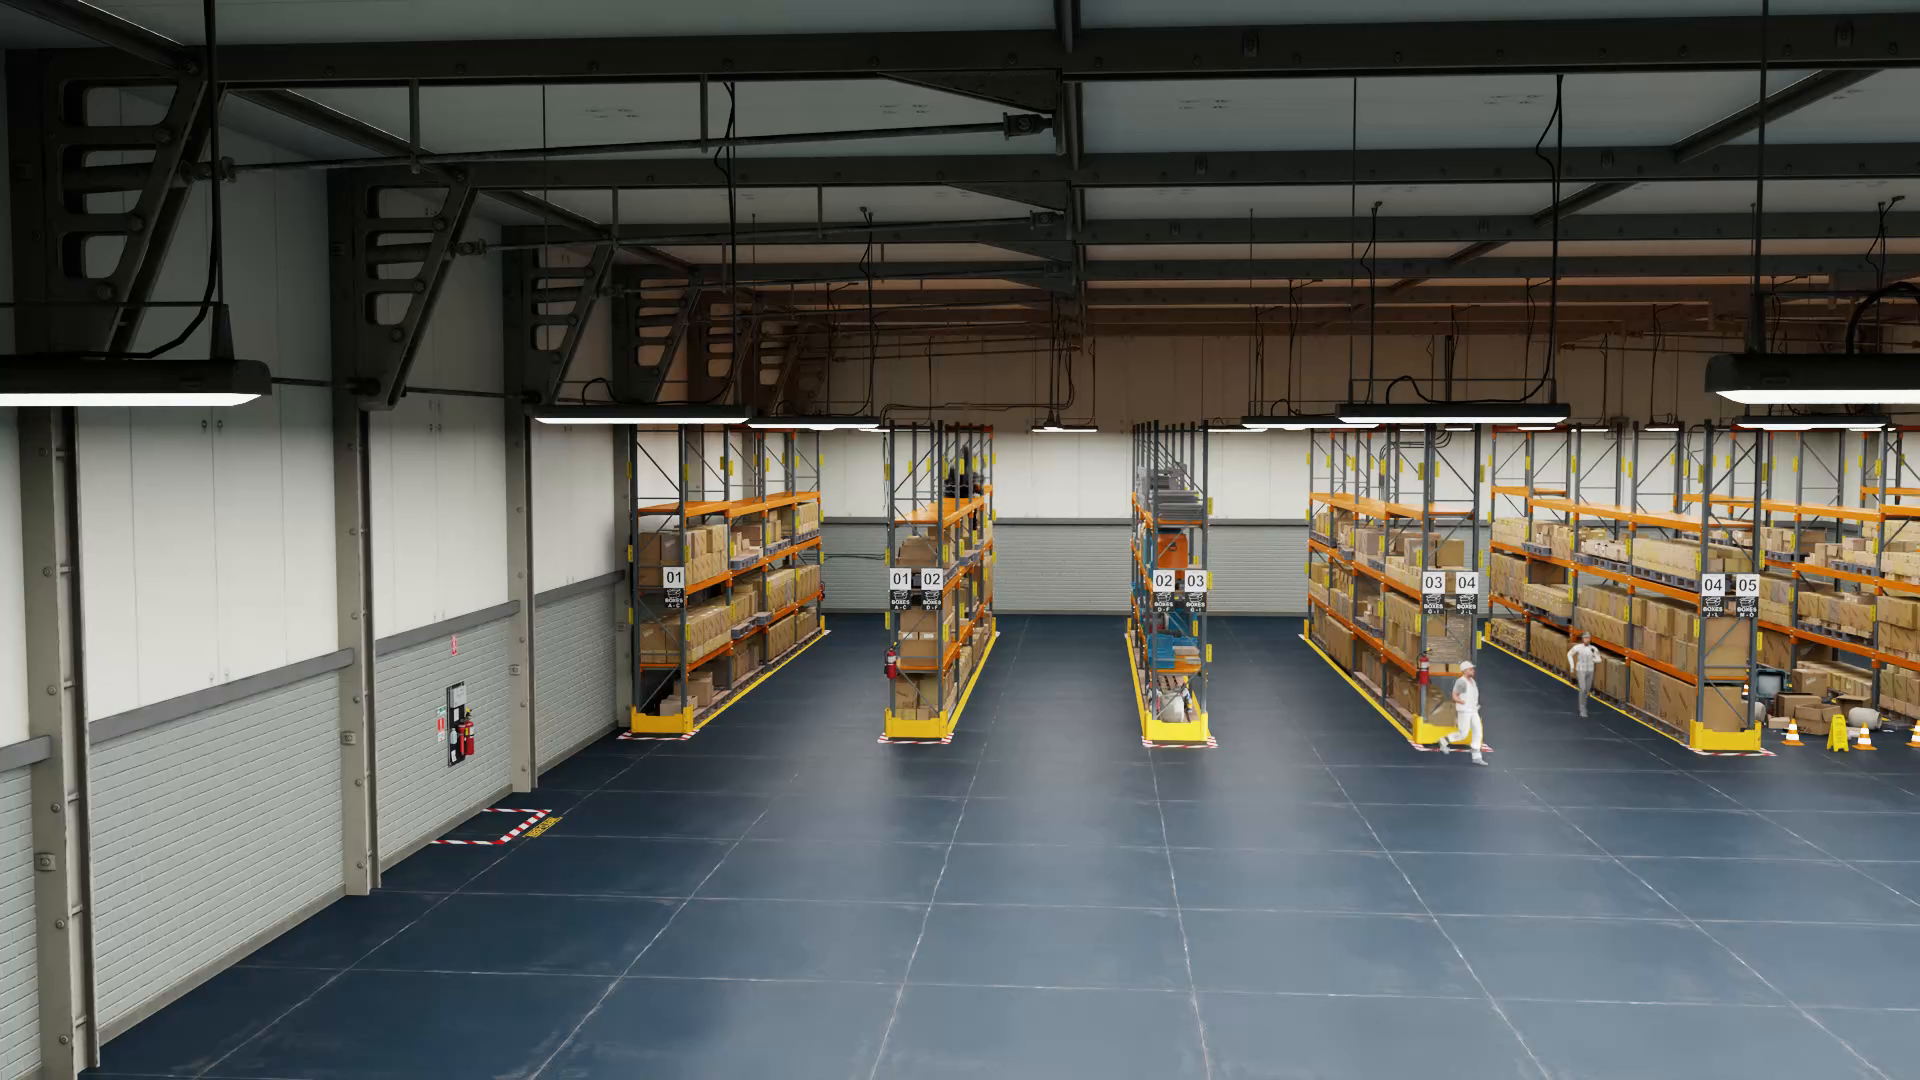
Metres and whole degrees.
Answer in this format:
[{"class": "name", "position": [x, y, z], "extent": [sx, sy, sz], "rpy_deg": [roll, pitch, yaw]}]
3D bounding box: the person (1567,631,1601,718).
[{"class": "person", "position": [12.759, 2.727, 33.956], "extent": [0.584, 1.753, 0.764], "rpy_deg": [0, 4, 1]}]

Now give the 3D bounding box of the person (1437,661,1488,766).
[{"class": "person", "position": [8.828, 3.004, 29.025], "extent": [0.684, 1.776, 0.949], "rpy_deg": [-3, 5, -44]}]
